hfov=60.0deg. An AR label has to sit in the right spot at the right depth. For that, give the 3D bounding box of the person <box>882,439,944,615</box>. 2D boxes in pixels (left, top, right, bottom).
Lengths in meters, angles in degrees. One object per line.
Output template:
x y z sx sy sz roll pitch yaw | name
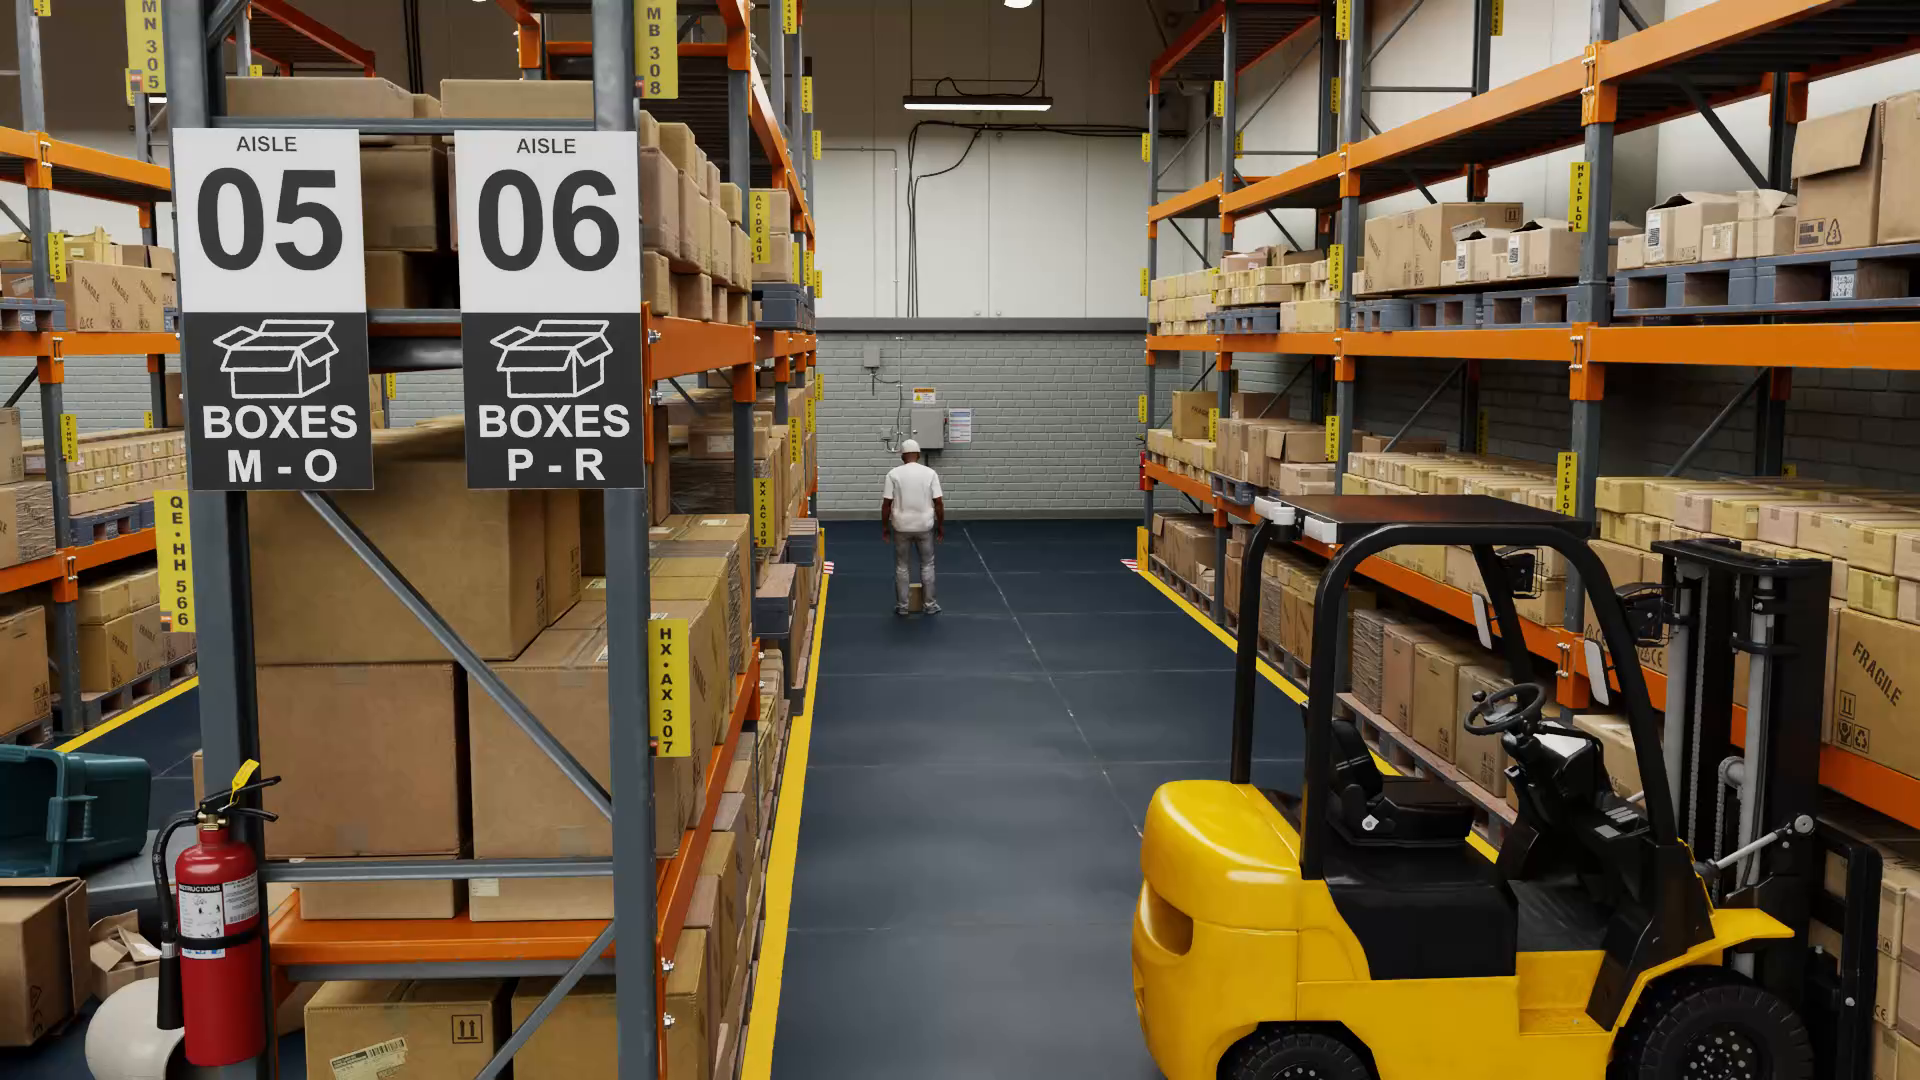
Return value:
-0.474 -0.133 16.776 0.627 1.761 0.461 0 7 -4 | person
